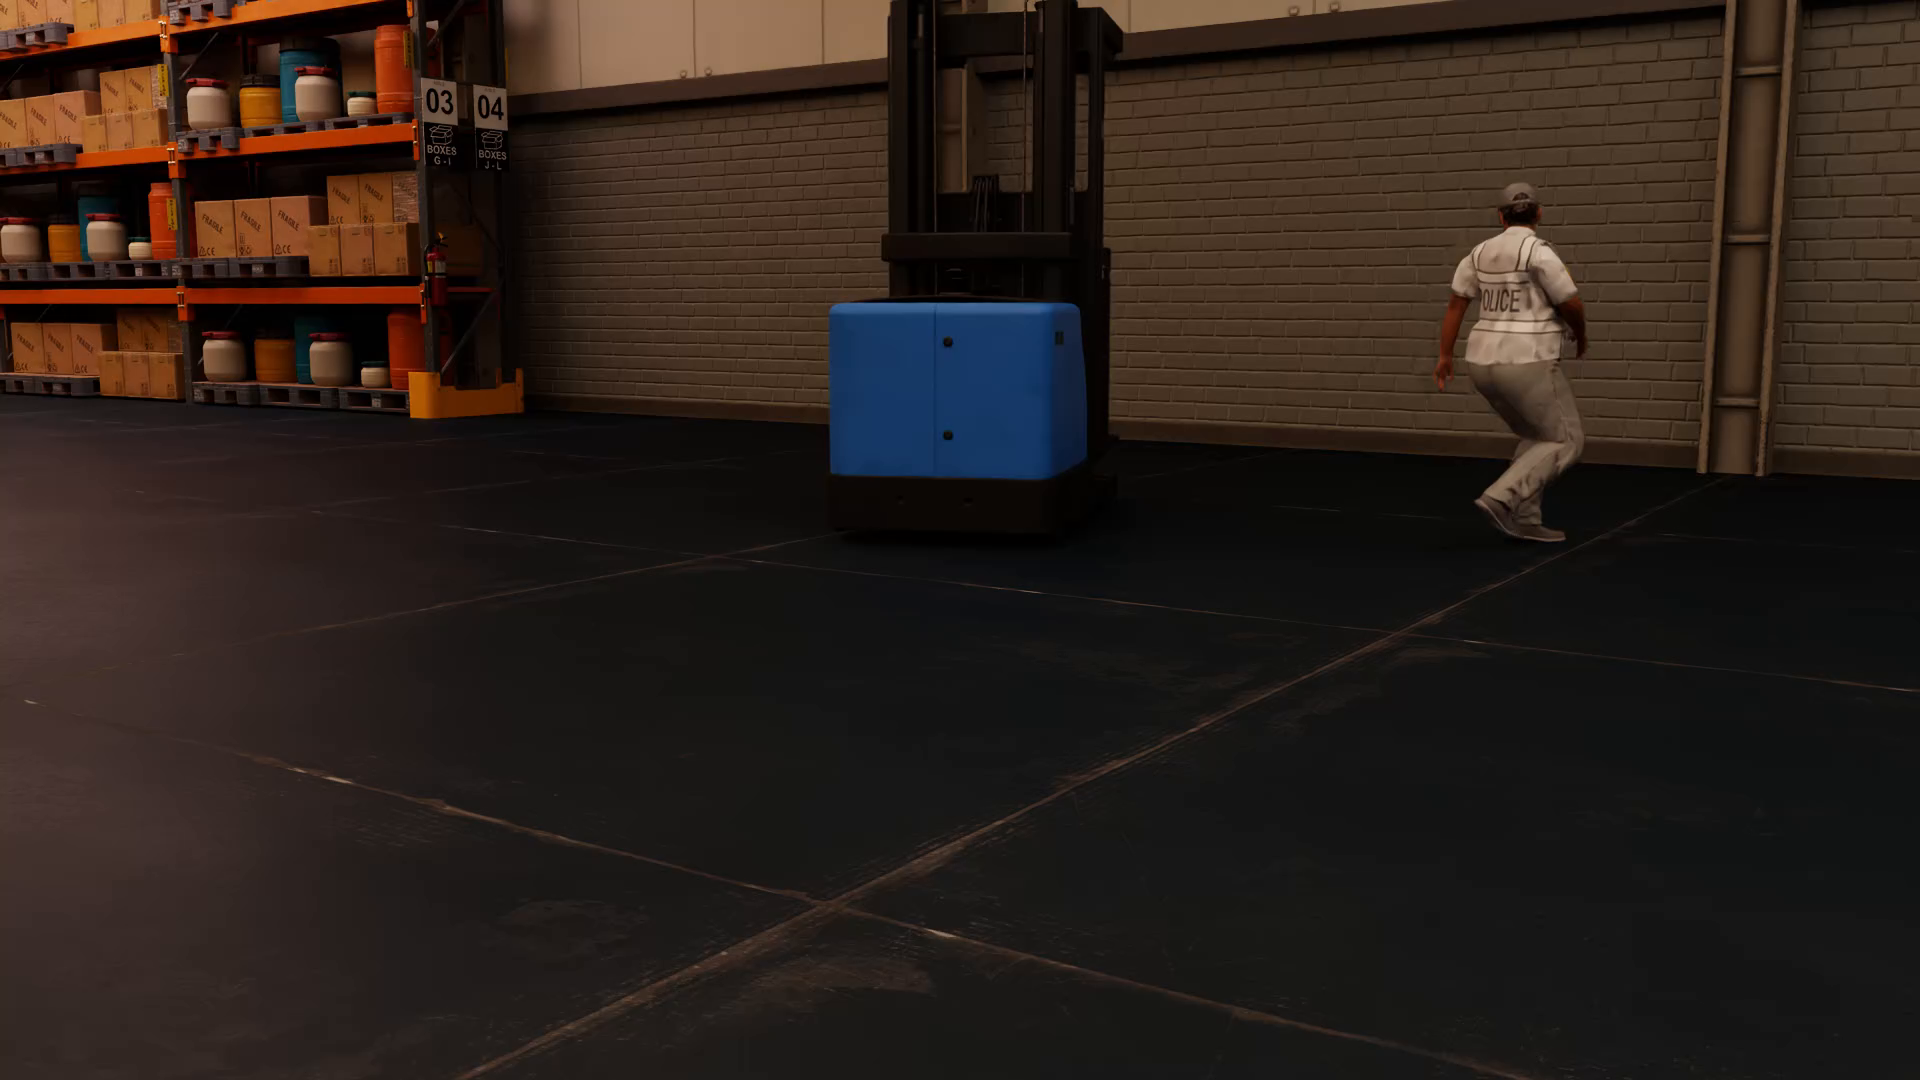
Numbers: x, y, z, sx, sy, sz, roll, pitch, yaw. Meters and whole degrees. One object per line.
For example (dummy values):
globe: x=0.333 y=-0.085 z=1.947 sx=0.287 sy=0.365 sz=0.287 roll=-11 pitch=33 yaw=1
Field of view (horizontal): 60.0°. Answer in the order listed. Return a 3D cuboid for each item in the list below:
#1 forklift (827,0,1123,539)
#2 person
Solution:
forklift: x=0.234 y=-1.624 z=8.616 sx=1.130 sy=2.935 sz=3.031 roll=2 pitch=8 yaw=13
person: x=2.497 y=-0.778 z=7.426 sx=0.595 sy=1.610 sz=0.630 roll=-2 pitch=8 yaw=-14
